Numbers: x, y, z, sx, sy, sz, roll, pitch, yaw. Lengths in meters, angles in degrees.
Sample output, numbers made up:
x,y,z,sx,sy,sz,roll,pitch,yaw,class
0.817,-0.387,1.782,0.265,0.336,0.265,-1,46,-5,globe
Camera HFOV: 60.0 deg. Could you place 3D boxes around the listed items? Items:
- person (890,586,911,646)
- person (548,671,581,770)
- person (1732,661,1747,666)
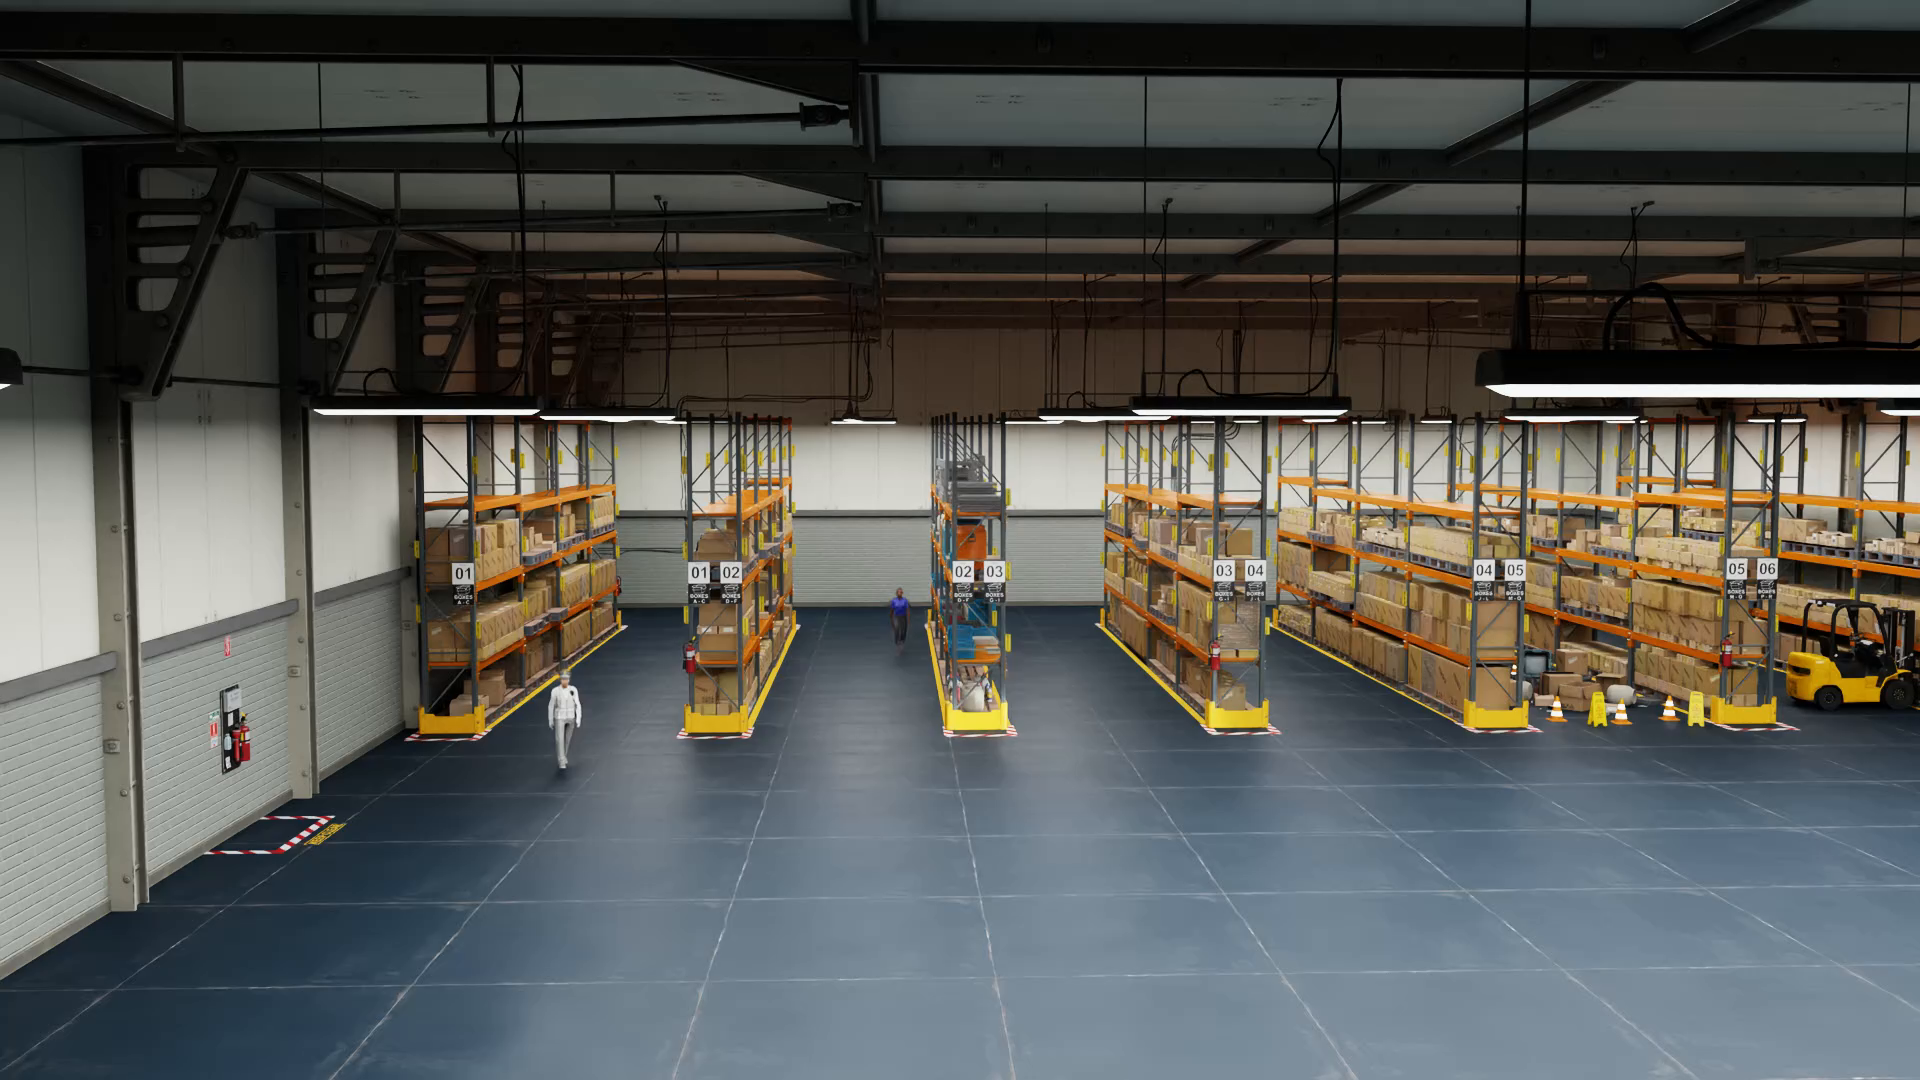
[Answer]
x,y,z,sx,sy,sz,roll,pitch,yaw,class
-1.501,1.905,41.596,0.515,1.491,1.004,0,4,-4,person
-6.594,3.003,27.787,0.532,1.608,1.015,-3,5,-36,person
17.492,2.362,37.421,0.428,1.674,0.773,-1,4,-8,person
